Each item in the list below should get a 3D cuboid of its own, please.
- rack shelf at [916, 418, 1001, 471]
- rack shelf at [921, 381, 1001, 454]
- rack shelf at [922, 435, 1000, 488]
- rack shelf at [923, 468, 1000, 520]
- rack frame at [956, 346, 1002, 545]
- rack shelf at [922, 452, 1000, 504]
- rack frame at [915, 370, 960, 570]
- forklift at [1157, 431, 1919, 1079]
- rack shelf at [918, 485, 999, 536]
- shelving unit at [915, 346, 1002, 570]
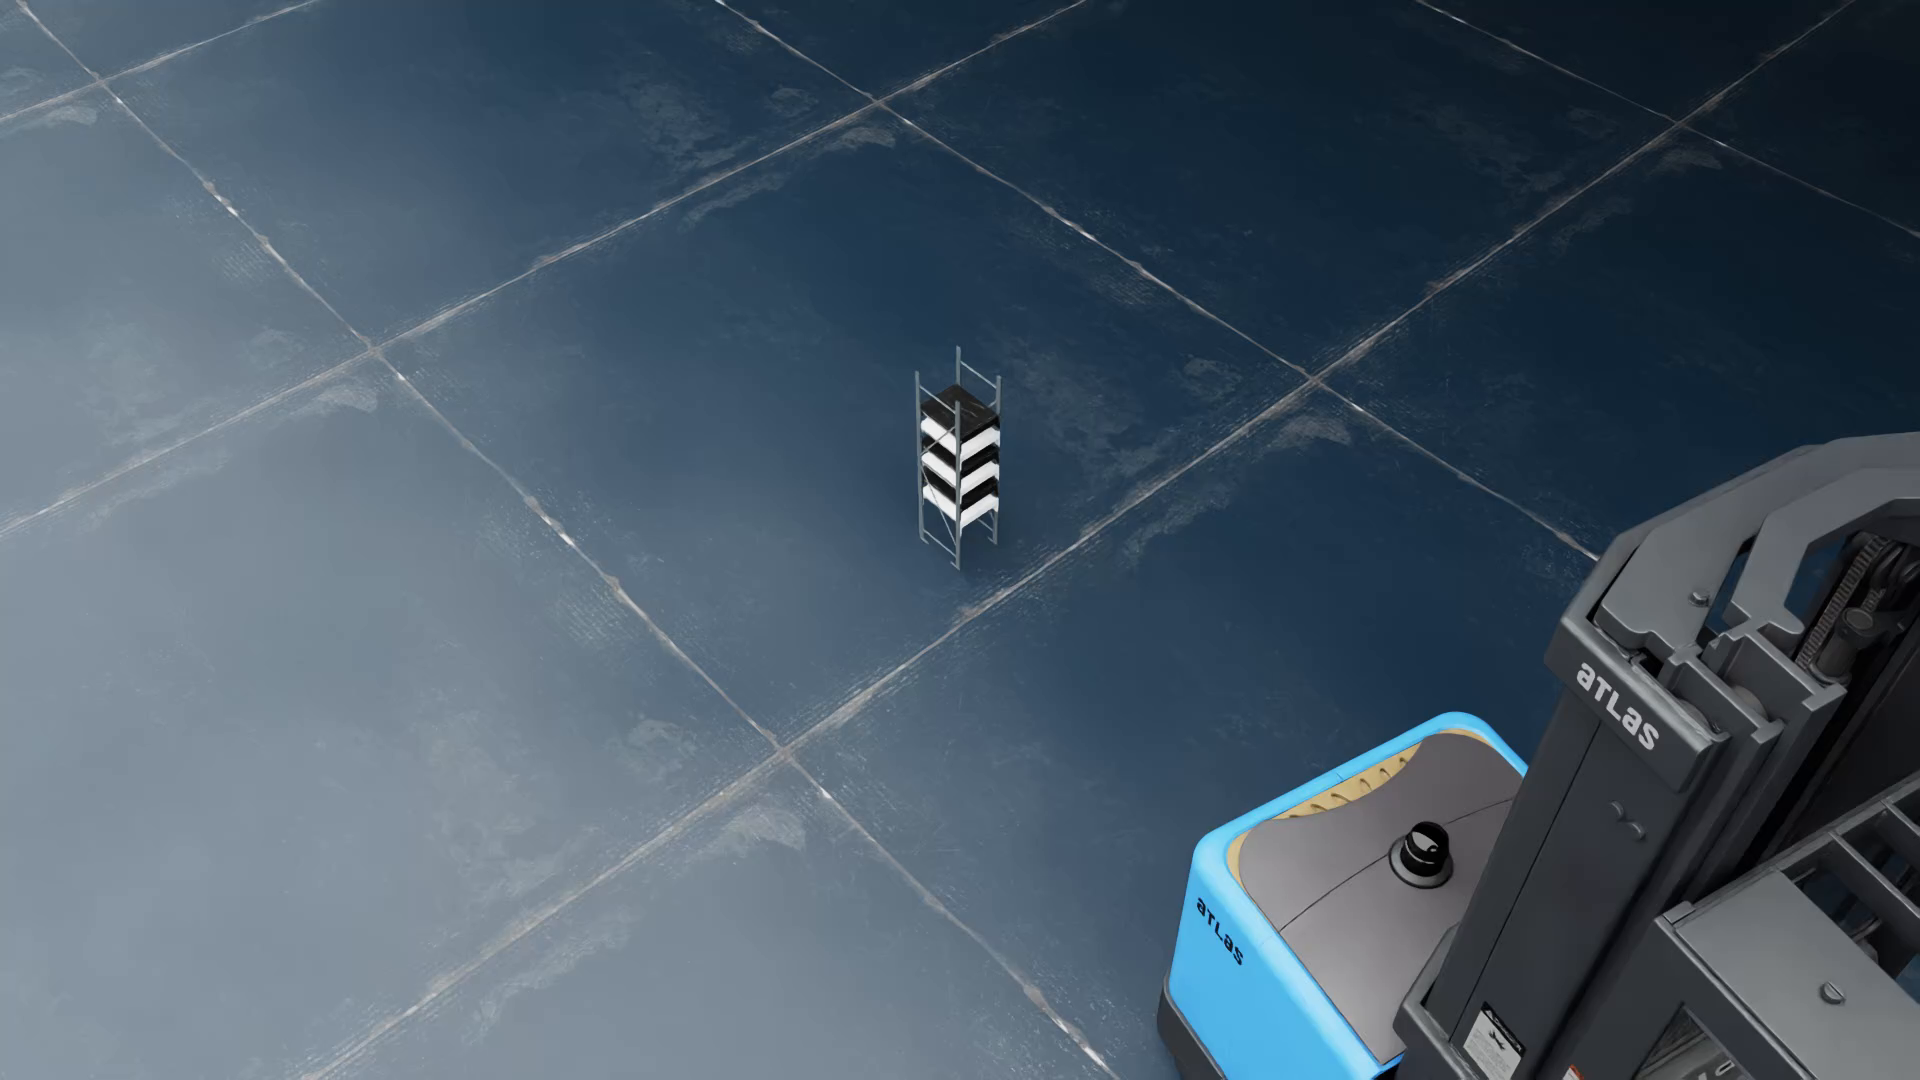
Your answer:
[{"bbox_3d":[-0.006,-0.401,6.308,0.200,0.077,0.258,-34,56,-27],"label":"rack shelf"},{"bbox_3d":[-0.006,-0.462,6.242,0.200,0.077,0.258,-34,56,-27],"label":"rack shelf"},{"bbox_3d":[-0.006,-0.340,6.374,0.200,0.077,0.258,-34,56,-27],"label":"rack shelf"},{"bbox_3d":[-0.006,-0.218,6.506,0.200,0.077,0.258,-34,56,-27],"label":"rack shelf"},{"bbox_3d":[0.069,-0.351,6.462,0.006,0.900,0.240,-34,56,-27],"label":"rack frame"},{"bbox_3d":[-0.006,-0.279,6.440,0.200,0.077,0.258,-34,56,-27],"label":"rack shelf"},{"bbox_3d":[-0.081,-0.251,6.369,0.006,0.900,0.240,-34,56,-27],"label":"rack frame"},{"bbox_3d":[1.782,1.331,3.528,1.130,2.935,3.031,-22,51,-19],"label":"forklift"},{"bbox_3d":[-0.006,-0.156,6.572,0.200,0.077,0.258,-34,56,-27],"label":"rack shelf"},{"bbox_3d":[-0.006,-0.301,6.416,0.210,0.900,0.258,-34,56,-27],"label":"shelving unit"}]
